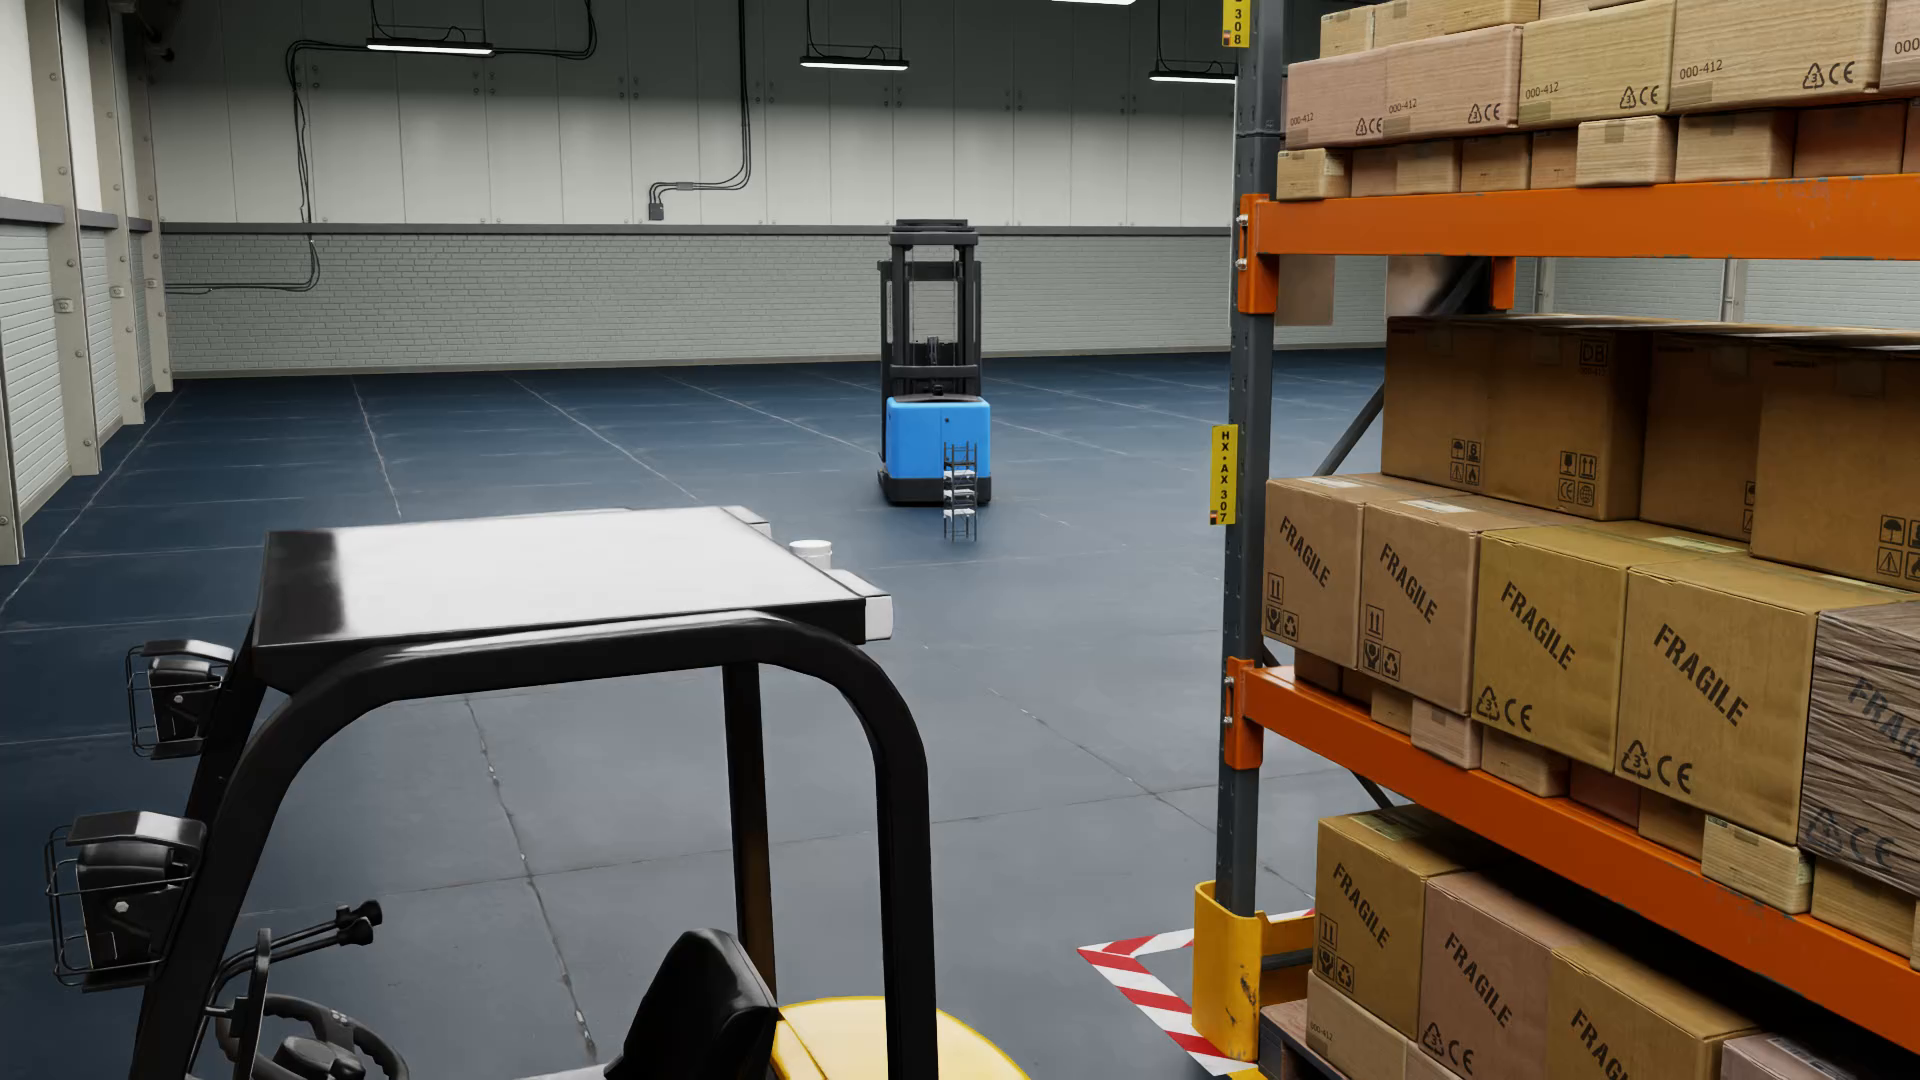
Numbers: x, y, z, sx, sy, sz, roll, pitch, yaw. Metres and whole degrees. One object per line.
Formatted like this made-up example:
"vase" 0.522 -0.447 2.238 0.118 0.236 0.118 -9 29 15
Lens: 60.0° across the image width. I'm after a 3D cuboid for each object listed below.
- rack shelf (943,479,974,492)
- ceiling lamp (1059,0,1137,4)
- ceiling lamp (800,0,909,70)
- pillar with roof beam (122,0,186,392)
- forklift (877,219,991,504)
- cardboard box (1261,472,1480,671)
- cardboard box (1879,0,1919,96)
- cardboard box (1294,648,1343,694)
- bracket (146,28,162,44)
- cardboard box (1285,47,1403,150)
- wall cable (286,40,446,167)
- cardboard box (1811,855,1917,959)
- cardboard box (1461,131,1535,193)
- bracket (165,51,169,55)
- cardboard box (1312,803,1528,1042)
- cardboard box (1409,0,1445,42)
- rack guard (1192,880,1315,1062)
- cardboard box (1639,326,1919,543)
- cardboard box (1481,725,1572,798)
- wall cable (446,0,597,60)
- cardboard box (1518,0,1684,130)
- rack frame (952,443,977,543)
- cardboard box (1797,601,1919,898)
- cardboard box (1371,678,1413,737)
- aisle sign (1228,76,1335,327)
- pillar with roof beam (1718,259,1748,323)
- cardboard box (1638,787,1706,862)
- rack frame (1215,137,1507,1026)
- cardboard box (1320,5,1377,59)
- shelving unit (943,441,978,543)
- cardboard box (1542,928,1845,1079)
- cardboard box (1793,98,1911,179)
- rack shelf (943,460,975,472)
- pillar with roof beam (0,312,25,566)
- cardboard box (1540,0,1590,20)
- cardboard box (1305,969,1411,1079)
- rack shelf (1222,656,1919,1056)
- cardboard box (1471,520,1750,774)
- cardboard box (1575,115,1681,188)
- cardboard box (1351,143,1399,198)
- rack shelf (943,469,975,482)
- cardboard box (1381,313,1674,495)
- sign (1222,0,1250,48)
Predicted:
"rack shelf" 0.003 -0.498 15.154 0.258 0.077 0.200 -4 11 -21
"ceiling lamp" 1.298 -8.710 21.855 2.000 3.185 0.800 -4 11 -21
"ceiling lamp" -2.004 -10.197 30.214 2.000 3.185 0.800 -4 11 -21
"pillar with roof beam" -10.706 -7.457 31.476 9.100 9.000 0.548 -4 11 -21
"forklift" -0.339 -2.035 18.321 1.130 2.935 3.031 -1 10 -6
"cardboard box" 1.279 0.079 5.103 0.500 0.500 0.500 -4 11 -22
"cardboard box" 2.049 -0.938 2.971 0.500 0.250 0.500 -4 11 -22
"cardboard box" 1.296 0.372 5.308 0.380 0.149 0.250 -4 11 -21
"bracket" -14.237 -8.911 29.371 0.235 0.232 0.430 -4 11 -21
"cardboard box" 1.299 -1.270 4.840 0.500 0.250 0.500 -4 11 -22
"wall cable" -12.032 -8.878 33.910 3.097 2.526 0.112 -4 11 -21
"cardboard box" 1.978 0.714 3.386 0.380 0.149 0.250 -4 11 -22
"cardboard box" 1.538 -0.977 4.328 0.380 0.149 0.250 -4 11 -21
"bracket" -15.183 -9.337 31.765 0.076 0.066 3.189 -4 11 -21
"cardboard box" 1.409 1.111 4.950 0.500 0.500 0.500 -4 11 -23
"cardboard box" 1.444 -1.410 4.485 0.380 0.149 0.250 -4 11 -21
"rack guard" 1.393 1.423 5.821 1.175 0.500 0.348 -4 11 -21
"cardboard box" 2.211 -0.278 4.260 0.700 0.500 0.500 -4 11 -22
"cardboard box" 1.595 0.546 4.334 0.380 0.149 0.250 -4 11 -19
"wall cable" -9.148 -11.314 34.616 3.097 2.526 0.112 -4 11 -21
"cardboard box" 1.683 -1.105 3.909 0.500 0.250 0.500 -4 11 -19
"rack frame" 0.040 -0.425 15.070 0.240 0.900 0.006 -4 11 -21
"cardboard box" 2.037 0.413 3.230 0.500 0.500 0.500 -4 11 -19
"cardboard box" 1.421 0.461 4.809 0.380 0.149 0.250 -4 11 -23
"aisle sign" 1.054 -1.090 5.390 0.394 0.787 0.004 -4 11 -21
"pillar with roof beam" 12.802 -7.930 34.137 9.100 9.000 0.548 -4 11 -21
"cardboard box" 1.815 0.630 3.861 0.380 0.149 0.250 -4 11 -22
"rack frame" 1.366 0.180 5.672 1.000 3.000 0.127 -4 11 -21
"cardboard box" 1.304 -1.495 4.962 0.380 0.149 0.250 -4 11 -21
"shelving unit" 0.003 -0.442 15.164 0.258 0.900 0.210 -4 11 -21
"cardboard box" 1.777 1.279 4.008 0.500 0.500 0.500 -4 11 -20
"cardboard box" 1.945 -0.811 3.394 0.380 0.149 0.250 -4 11 -21
"rack shelf" 0.003 -0.675 15.122 0.258 0.077 0.200 -4 11 -21
"pillar with roof beam" -4.183 -4.519 14.959 9.100 9.000 0.400 -4 11 -21
"cardboard box" 1.644 -1.330 4.035 0.380 0.149 0.250 -4 11 -21
"cardboard box" 1.400 1.476 5.037 0.500 0.250 0.500 -4 11 -21
"rack shelf" 2.090 0.861 3.899 1.077 0.370 4.000 -4 11 -21
"cardboard box" 1.655 0.247 4.162 0.500 0.500 0.500 -4 11 -22
"cardboard box" 1.655 -0.888 3.827 0.380 0.149 0.250 -4 11 -20
"cardboard box" 1.362 -1.061 4.802 0.380 0.149 0.250 -4 11 -23
"rack shelf" 0.003 -0.586 15.138 0.258 0.077 0.200 -4 11 -21
"cardboard box" 1.754 -0.438 5.158 0.700 0.500 0.500 -4 11 -22
"sign" 0.860 -1.692 5.139 0.100 0.325 0.005 -4 11 -21
